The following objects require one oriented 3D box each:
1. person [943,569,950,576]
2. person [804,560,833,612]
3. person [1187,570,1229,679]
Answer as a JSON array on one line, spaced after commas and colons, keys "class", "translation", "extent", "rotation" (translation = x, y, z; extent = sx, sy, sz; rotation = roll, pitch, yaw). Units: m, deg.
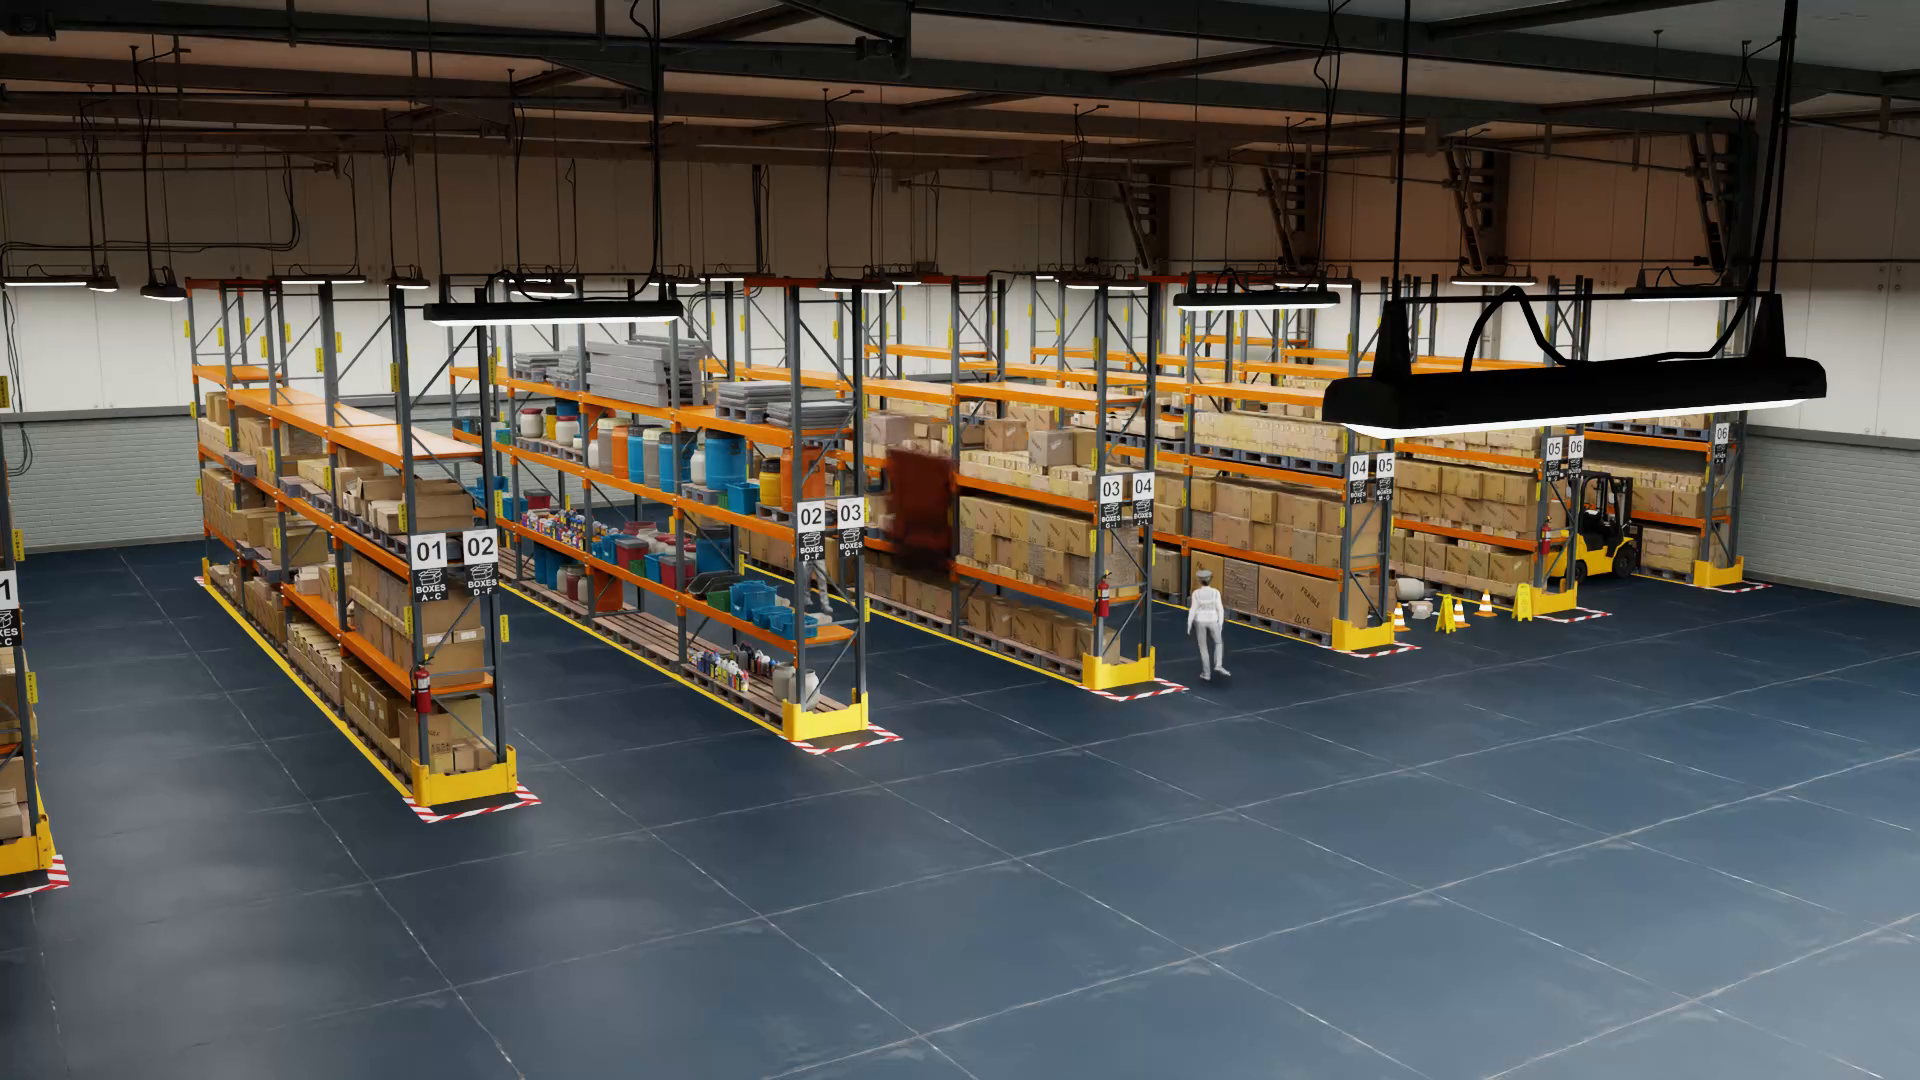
[{"class": "person", "translation": [-0.016, 0.025, 33.089], "extent": [0.506, 1.509, 1.038], "rotation": [-6, 11, -30]}, {"class": "person", "translation": [-2.554, 0.333, 28.855], "extent": [0.555, 1.729, 0.957], "rotation": [-3, 10, -16]}, {"class": "person", "translation": [3.783, 1.302, 25.309], "extent": [0.641, 1.654, 0.468], "rotation": [1, 10, 7]}]
